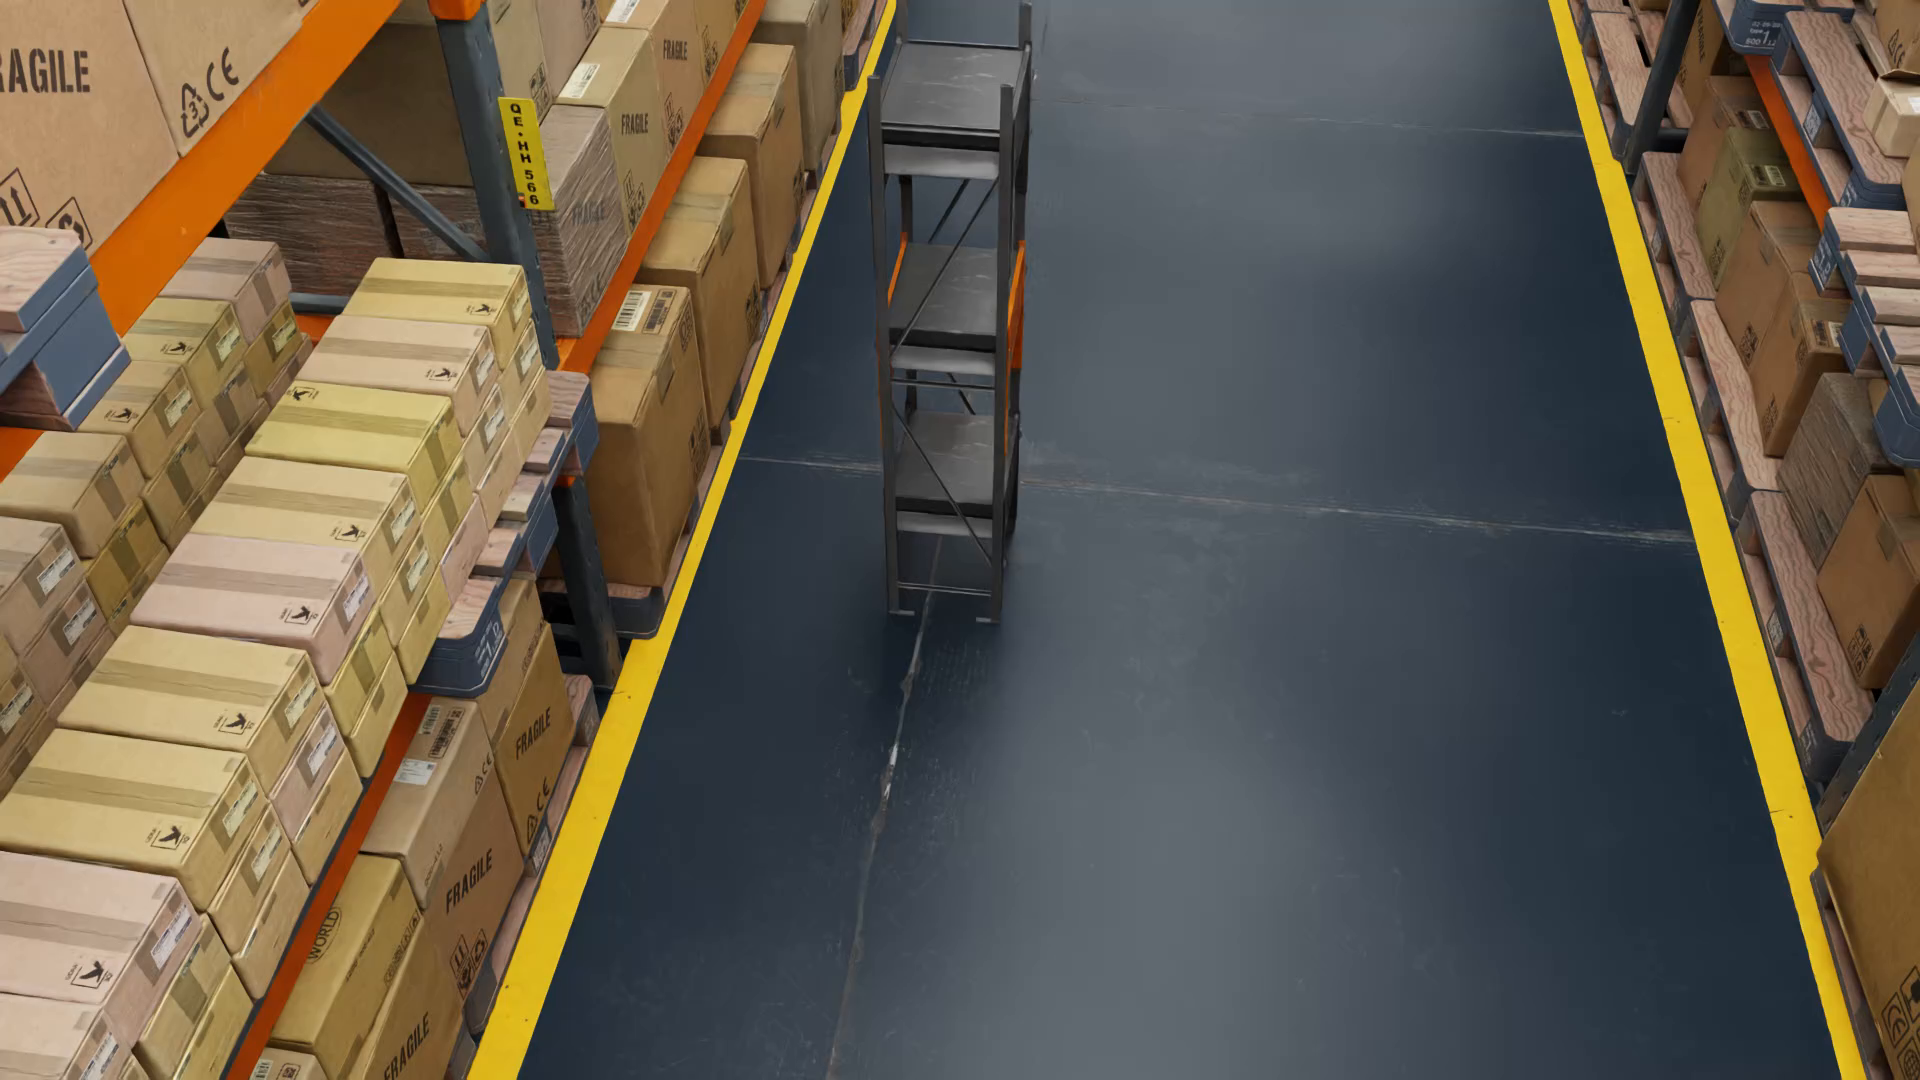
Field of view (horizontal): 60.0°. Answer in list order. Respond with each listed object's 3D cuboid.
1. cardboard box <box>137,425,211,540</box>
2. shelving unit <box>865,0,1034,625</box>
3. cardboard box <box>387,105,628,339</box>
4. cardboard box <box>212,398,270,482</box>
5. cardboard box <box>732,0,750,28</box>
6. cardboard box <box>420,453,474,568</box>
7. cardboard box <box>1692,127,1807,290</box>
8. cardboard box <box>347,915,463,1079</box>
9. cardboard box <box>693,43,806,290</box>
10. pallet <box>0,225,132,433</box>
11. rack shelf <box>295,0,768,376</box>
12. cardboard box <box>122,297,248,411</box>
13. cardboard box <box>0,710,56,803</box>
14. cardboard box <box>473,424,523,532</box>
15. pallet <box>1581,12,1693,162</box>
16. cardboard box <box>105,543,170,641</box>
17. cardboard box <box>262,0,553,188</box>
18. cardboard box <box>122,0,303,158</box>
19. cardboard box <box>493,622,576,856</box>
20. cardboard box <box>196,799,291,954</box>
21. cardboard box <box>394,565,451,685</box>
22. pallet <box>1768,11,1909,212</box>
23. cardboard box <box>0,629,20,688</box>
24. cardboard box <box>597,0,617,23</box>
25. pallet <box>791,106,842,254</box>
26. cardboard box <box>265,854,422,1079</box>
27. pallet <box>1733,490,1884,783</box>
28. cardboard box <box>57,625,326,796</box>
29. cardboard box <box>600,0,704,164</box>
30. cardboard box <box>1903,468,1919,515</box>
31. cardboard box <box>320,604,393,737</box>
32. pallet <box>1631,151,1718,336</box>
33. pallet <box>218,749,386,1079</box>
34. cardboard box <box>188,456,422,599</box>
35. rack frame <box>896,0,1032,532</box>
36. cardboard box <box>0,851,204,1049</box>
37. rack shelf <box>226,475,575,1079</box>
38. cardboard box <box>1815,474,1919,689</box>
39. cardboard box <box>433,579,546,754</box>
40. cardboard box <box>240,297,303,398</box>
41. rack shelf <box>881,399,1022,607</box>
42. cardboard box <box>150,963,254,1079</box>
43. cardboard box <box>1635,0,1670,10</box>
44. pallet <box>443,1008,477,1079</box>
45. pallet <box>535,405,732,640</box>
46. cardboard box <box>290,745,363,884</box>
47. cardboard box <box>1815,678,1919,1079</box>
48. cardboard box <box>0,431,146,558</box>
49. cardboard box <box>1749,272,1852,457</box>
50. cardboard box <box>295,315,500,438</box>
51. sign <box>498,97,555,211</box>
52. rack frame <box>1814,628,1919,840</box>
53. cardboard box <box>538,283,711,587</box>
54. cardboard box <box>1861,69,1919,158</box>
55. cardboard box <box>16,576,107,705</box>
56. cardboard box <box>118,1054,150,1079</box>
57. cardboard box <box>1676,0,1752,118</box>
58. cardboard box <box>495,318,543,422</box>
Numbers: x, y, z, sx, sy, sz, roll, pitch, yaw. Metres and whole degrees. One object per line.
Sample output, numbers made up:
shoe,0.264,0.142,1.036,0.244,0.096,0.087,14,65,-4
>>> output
cardboard box,-2.003,-0.148,3.886,0.380,0.149,0.250,4,44,4
shelving unit,-0.022,-0.650,5.409,0.431,2.100,0.503,5,44,6
cardboard box,-1.348,-0.975,5.025,0.500,0.500,0.500,6,44,6
cardboard box,-1.969,-0.249,4.209,0.380,0.149,0.250,7,44,8
cardboard box,-1.083,-2.351,6.478,0.500,0.500,0.500,6,44,6
cardboard box,-1.354,-0.087,3.821,0.380,0.149,0.250,6,44,7
cardboard box,3.573,-1.376,7.019,0.700,0.500,0.500,5,44,5
cardboard box,-1.629,1.286,4.223,0.500,0.500,0.500,3,44,4
cardboard box,-1.270,-1.631,7.121,1.050,0.750,0.750,5,44,6
pallet,-1.882,-0.070,2.098,1.213,0.211,1.003,5,44,6
rack shelf,-1.410,-1.759,6.449,1.077,0.370,4.000,5,44,6
cardboard box,-1.961,-0.454,3.992,0.380,0.149,0.250,4,44,4
cardboard box,-2.107,0.472,3.447,0.380,0.149,0.250,6,44,6
cardboard box,-1.319,-0.172,4.127,0.380,0.149,0.250,5,44,5
pallet,3.811,-2.312,8.538,1.003,0.211,1.213,5,44,6
cardboard box,-2.039,0.119,3.820,0.380,0.149,0.250,7,44,7
cardboard box,-1.605,-1.362,4.707,0.700,0.500,0.500,5,44,5
cardboard box,-1.551,-1.029,2.900,0.500,0.500,0.500,5,44,6
cardboard box,-1.502,0.570,4.979,0.500,0.500,0.500,5,44,5
cardboard box,-1.491,0.607,3.088,0.380,0.149,0.250,4,44,5
cardboard box,-1.389,0.173,3.763,0.380,0.149,0.250,5,44,5
pallet,3.450,-1.421,5.708,1.003,0.211,1.213,5,44,6
cardboard box,-2.100,0.259,3.240,0.380,0.149,0.250,6,44,7
cardboard box,-1.474,-2.056,5.440,0.700,0.500,0.500,5,44,5
pallet,-1.173,-1.838,8.038,1.003,0.211,1.213,5,44,6
cardboard box,-1.644,1.006,3.973,0.500,0.250,0.500,6,44,6
pallet,3.333,0.343,5.735,1.003,0.211,1.213,5,44,6
cardboard box,-1.458,0.322,3.173,0.380,0.149,0.250,7,44,8
cardboard box,-1.216,-1.665,5.755,0.500,0.500,0.500,5,44,5
cardboard box,3.287,-0.121,5.149,0.500,0.250,0.500,7,44,7
cardboard box,-1.423,0.253,3.462,0.380,0.149,0.250,5,44,5
pallet,3.656,-1.320,7.491,1.003,0.211,1.213,5,44,6
pallet,-1.896,0.765,3.400,1.003,0.211,1.213,5,44,6
cardboard box,-1.387,-0.027,3.542,0.380,0.149,0.250,6,44,7
rack frame,0.010,-0.816,5.585,0.400,2.100,0.015,5,44,6
cardboard box,-1.525,0.684,2.791,0.380,0.149,0.250,7,44,7
rack shelf,-1.939,0.967,3.570,1.077,0.370,4.000,5,44,6
cardboard box,3.297,0.152,5.406,0.700,0.500,0.500,3,44,3
cardboard box,-1.505,0.316,4.702,0.500,0.250,0.500,4,44,5
cardboard box,-1.937,-0.516,4.274,0.380,0.149,0.250,7,44,7
rack shelf,-0.022,-0.131,5.900,0.431,0.518,0.480,5,44,6
cardboard box,-1.528,0.890,3.005,0.380,0.149,0.250,5,44,5
cardboard box,3.922,-3.199,8.959,0.500,0.500,0.500,2,43,2
pallet,-1.943,1.717,4.283,1.003,0.211,1.213,5,44,6
pallet,-1.496,-0.175,6.281,1.003,0.211,1.213,5,44,6
cardboard box,-1.459,0.533,3.383,0.380,0.149,0.250,6,44,7
cardboard box,3.117,0.950,4.305,1.225,0.875,0.875,3,44,4
cardboard box,-2.033,-0.107,3.626,0.380,0.149,0.250,4,44,4
cardboard box,3.426,-0.614,6.215,0.700,0.500,0.500,9,44,9
cardboard box,-1.320,-0.388,3.923,0.380,0.149,0.250,5,44,5
sign,-1.135,-1.006,4.346,0.100,0.325,0.005,5,44,6
rack frame,3.229,-0.138,4.214,1.000,3.000,0.127,5,44,6
cardboard box,-1.505,-0.400,5.821,1.050,0.750,0.750,5,44,5
cardboard box,3.181,-1.402,5.342,0.396,0.266,0.258,4,44,4
cardboard box,-2.070,0.193,3.525,0.380,0.149,0.250,5,44,6
cardboard box,-1.562,0.959,2.717,0.380,0.149,0.250,7,44,7
cardboard box,3.850,-2.377,8.092,0.500,0.500,0.500,4,44,4
cardboard box,-1.289,-0.448,4.203,0.380,0.149,0.250,6,44,6
